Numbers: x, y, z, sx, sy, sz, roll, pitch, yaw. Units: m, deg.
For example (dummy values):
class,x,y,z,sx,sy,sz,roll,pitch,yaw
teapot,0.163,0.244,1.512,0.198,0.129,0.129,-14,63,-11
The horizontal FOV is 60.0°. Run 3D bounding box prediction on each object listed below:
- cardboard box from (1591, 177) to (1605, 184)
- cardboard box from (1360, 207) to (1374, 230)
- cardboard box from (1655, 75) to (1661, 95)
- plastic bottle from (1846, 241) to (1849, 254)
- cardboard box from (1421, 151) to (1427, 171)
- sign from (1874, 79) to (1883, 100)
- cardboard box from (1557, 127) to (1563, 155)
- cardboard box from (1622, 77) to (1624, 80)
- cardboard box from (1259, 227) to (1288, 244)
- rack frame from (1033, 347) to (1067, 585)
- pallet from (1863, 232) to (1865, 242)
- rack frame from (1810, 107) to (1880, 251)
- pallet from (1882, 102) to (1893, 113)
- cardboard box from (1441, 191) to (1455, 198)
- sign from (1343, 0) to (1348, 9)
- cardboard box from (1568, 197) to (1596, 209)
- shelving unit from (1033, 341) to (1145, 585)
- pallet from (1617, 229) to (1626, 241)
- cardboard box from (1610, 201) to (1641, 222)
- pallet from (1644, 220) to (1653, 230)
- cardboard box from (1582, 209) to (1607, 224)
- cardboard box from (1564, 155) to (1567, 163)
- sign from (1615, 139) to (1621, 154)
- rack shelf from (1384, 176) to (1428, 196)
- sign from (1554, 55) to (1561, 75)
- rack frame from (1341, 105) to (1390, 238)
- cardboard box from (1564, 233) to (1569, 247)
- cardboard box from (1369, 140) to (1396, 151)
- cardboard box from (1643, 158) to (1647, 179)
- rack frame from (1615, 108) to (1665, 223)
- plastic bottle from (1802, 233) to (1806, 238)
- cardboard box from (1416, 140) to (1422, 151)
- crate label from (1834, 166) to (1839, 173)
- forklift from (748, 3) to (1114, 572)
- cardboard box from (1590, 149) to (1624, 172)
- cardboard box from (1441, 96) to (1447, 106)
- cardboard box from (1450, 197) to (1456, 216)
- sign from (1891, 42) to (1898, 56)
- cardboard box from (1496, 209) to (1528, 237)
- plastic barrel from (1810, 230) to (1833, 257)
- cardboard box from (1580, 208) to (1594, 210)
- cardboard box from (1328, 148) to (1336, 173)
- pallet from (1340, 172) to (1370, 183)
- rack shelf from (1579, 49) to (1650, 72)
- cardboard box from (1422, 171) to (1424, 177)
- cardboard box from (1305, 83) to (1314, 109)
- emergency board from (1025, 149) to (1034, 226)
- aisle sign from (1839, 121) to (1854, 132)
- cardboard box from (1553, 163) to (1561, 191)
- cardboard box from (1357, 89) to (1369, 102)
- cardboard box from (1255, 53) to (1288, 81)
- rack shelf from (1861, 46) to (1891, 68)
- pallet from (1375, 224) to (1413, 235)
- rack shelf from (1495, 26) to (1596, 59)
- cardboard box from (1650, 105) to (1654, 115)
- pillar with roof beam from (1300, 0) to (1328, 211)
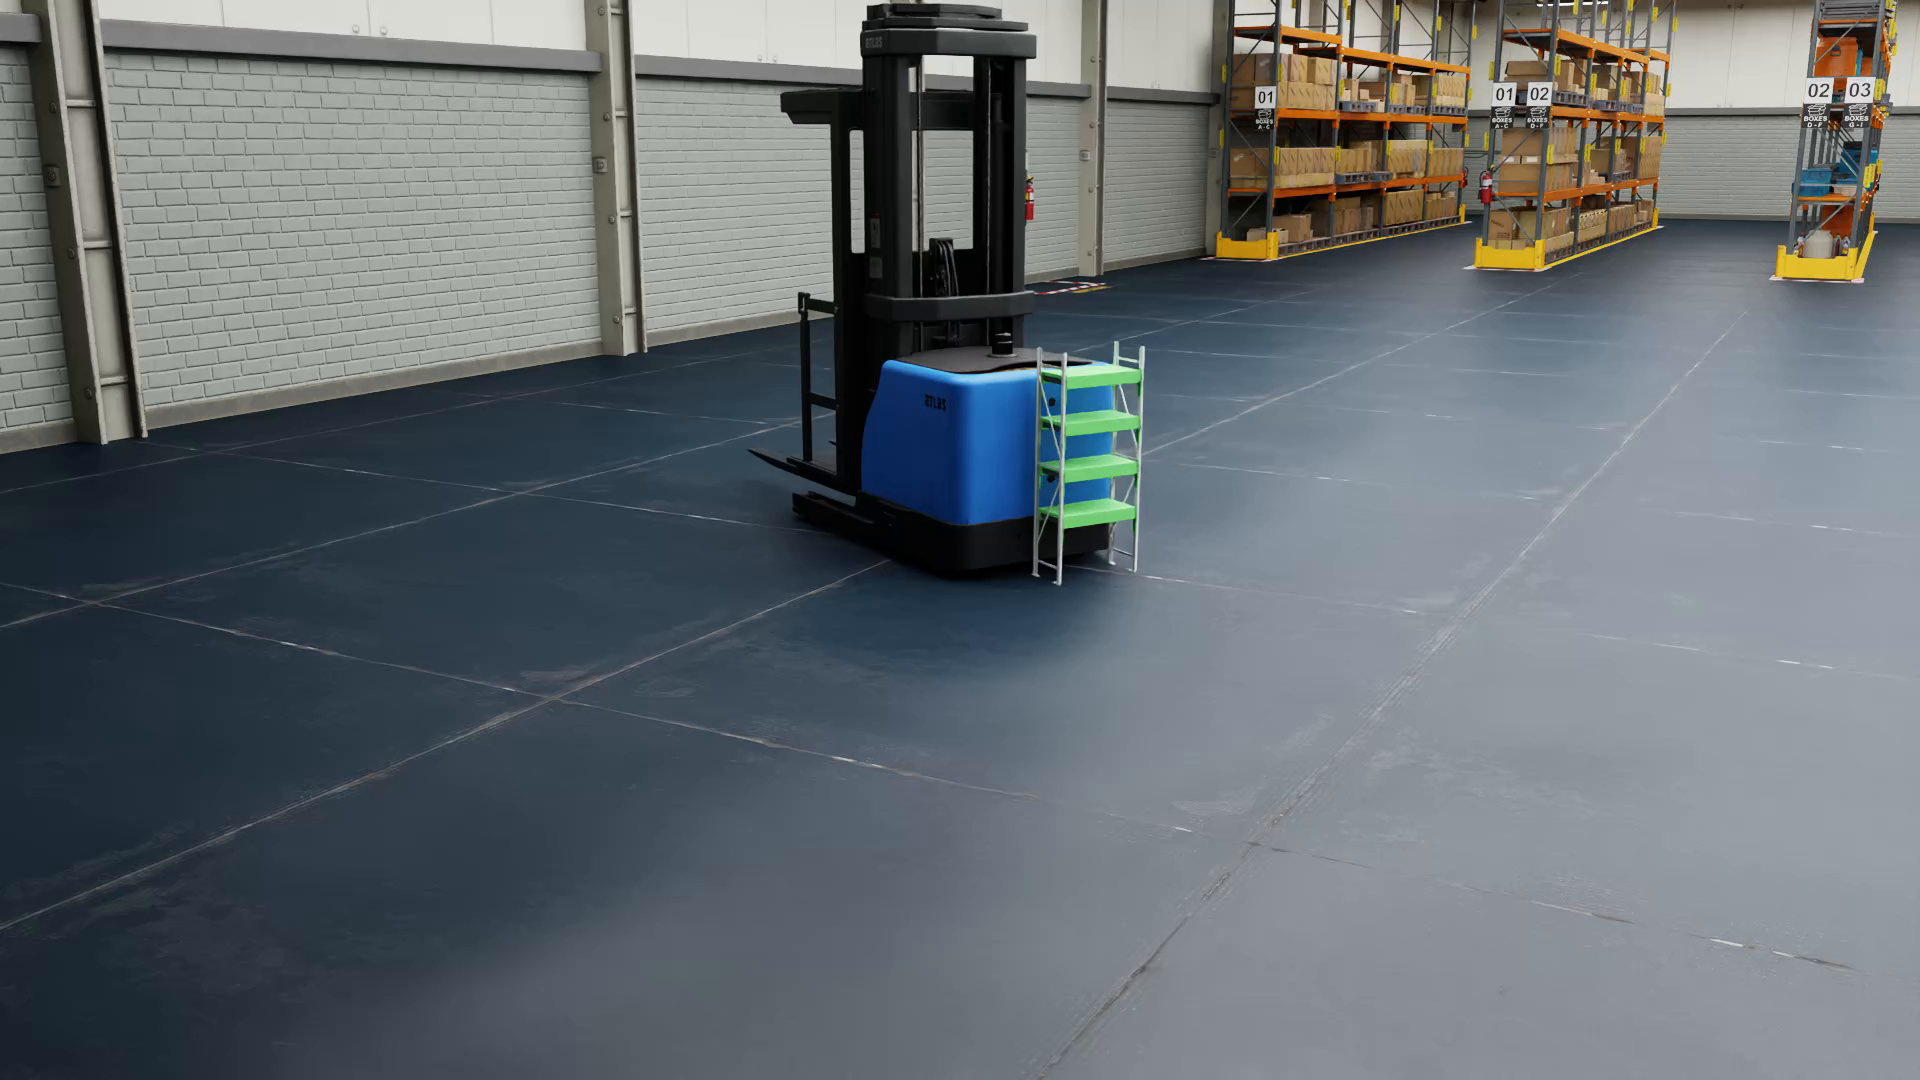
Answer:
class,x,y,z,sx,sy,sz,roll,pitch,yaw
cardboard box,13.530,-7.661,35.448,0.380,0.149,0.250,7,15,28
cardboard box,9.082,-7.405,38.242,0.700,0.500,0.500,8,16,29
cardboard box,17.356,-11.526,42.196,0.700,0.500,0.500,7,15,28
plastic bottle,15.464,-5.070,29.022,0.061,0.283,0.133,8,16,29
cardboard box,11.316,-9.460,41.482,0.500,0.500,0.500,7,15,27
sign,14.669,-7.195,26.559,0.100,0.325,0.005,7,15,28
cardboard box,10.852,-7.457,31.084,0.700,0.500,0.500,7,15,28
cardboard box,14.706,-10.210,37.763,0.600,0.600,0.600,7,15,26
cardboard box,6.206,-6.074,33.125,0.500,0.311,0.500,9,16,33
rack frame,0.457,-0.374,8.515,0.015,1.200,0.240,-8,17,-31
pallet,19.581,-6.749,37.076,1.003,0.211,1.213,7,15,28
rack frame,18.057,-7.437,33.982,1.000,3.000,0.127,7,15,28
pallet,19.697,-9.452,36.344,1.213,0.211,1.003,7,15,28
cardboard box,13.099,-9.303,44.776,0.380,0.149,0.250,7,15,27
sign,7.917,-11.083,34.142,0.100,0.325,0.005,7,15,28
cardboard box,13.993,-7.593,37.423,0.500,0.250,0.500,8,16,30
shelving unit,0.665,-0.404,8.640,0.503,1.200,0.258,-8,17,-31
pallet,14.708,-7.042,38.292,1.003,0.211,1.213,7,15,28
cardboard box,16.560,-8.206,41.560,0.797,0.503,0.637,7,15,28
pallet,17.169,-8.105,42.705,1.003,0.211,1.213,7,15,28
cardboard box,13.685,-7.004,35.959,0.500,0.311,0.500,8,16,30
cardboard box,11.230,-7.202,31.410,0.380,0.149,0.250,8,16,30
sign,14.210,-8.500,35.920,0.100,0.325,0.005,7,15,28
rack shelf,10.351,-8.620,40.424,1.077,0.370,4.000,7,15,28
sign,10.338,-8.215,28.776,0.100,0.325,0.005,7,15,28
rack frame,9.385,-8.560,38.638,1.000,3.000,0.127,7,15,28
cardboard box,11.506,-5.825,32.264,0.500,0.250,0.500,7,15,28
cardboard box,9.844,-9.197,38.791,0.500,0.250,0.500,8,16,29
cardboard box,16.386,-9.047,40.449,0.500,0.500,0.500,8,16,29
rack frame,17.590,-9.640,43.121,1.000,3.000,0.127,7,15,28
plastic bottle,15.370,-5.424,30.345,0.144,0.351,0.185,8,16,30
cardboard box,11.061,-9.719,40.957,0.500,0.250,0.500,8,16,29
crate label,17.340,-7.281,33.260,0.502,0.435,0.616,7,15,28
forklift,-0.352,-1.556,9.735,1.130,2.935,3.031,-8,16,-30
cardboard box,14.538,-8.560,37.530,0.700,0.500,0.500,11,17,38
cardboard box,12.142,-11.233,42.538,0.500,0.250,0.500,7,15,27
cardboard box,13.001,-9.035,45.047,0.700,0.500,0.500,7,15,28
sign,22.414,-11.779,39.880,0.100,0.325,0.005,7,15,28
cardboard box,10.325,-5.940,31.145,0.500,0.500,0.500,7,15,28
plastic barrel,14.683,-5.037,28.439,0.421,0.512,0.421,0,14,0
cardboard box,13.969,-7.216,37.461,0.500,0.500,0.500,8,16,30
cardboard box,7.493,-7.908,34.614,0.500,0.500,0.500,7,15,28
pallet,8.463,-8.056,36.957,1.003,0.211,1.213,7,15,28
rack shelf,14.690,-10.782,37.443,1.077,0.370,4.000,7,15,28
cardboard box,11.403,-9.166,41.649,0.380,0.149,0.250,8,15,29
cardboard box,6.676,-8.801,32.982,0.500,0.500,0.500,8,16,31
emergency board,0.970,-5.426,25.641,0.194,1.169,0.643,7,15,28
aisle sign,21.699,-10.391,40.686,0.394,0.787,0.004,7,15,28
cardboard box,10.838,-6.819,31.204,0.700,0.500,0.500,8,16,30
cardboard box,8.677,-9.822,37.213,0.797,0.503,0.637,10,17,36
cardboard box,5.916,-8.972,31.561,0.500,0.500,0.500,6,15,24
rack shelf,19.024,-10.220,35.112,1.077,0.370,4.000,7,15,28
pallet,10.422,-7.607,40.635,1.003,0.211,1.213,7,15,28
rack shelf,10.822,-9.140,30.635,1.077,0.370,4.000,7,15,28
cardboard box,16.596,-10.481,40.529,0.500,0.250,0.500,7,15,28
pillar with roof beam,11.767,-10.820,35.212,9.100,9.000,0.400,7,15,28
